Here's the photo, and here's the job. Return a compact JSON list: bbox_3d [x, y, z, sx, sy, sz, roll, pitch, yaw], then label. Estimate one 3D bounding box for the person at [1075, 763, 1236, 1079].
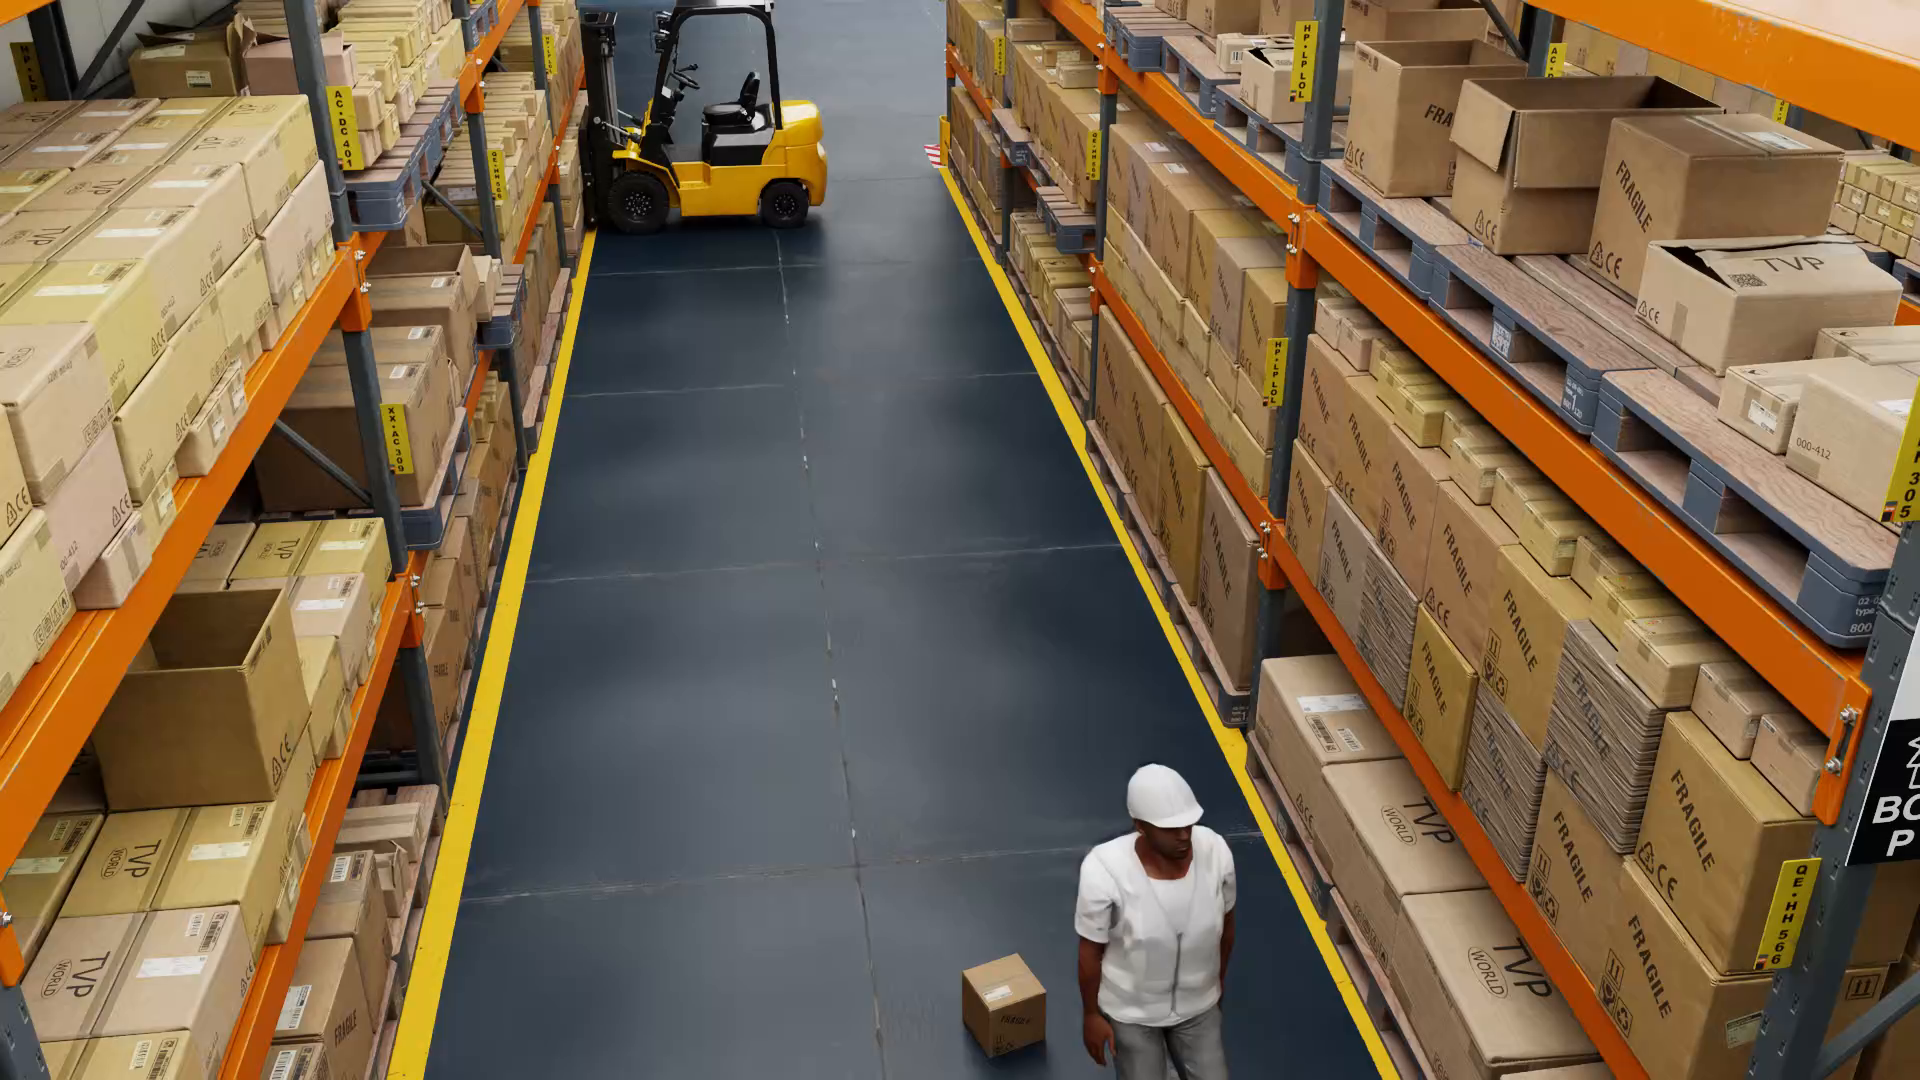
[{"bbox_3d":[0.660,1.515,5.567,0.565,1.756,0.493,-7,28,-13],"label":"person"}]
